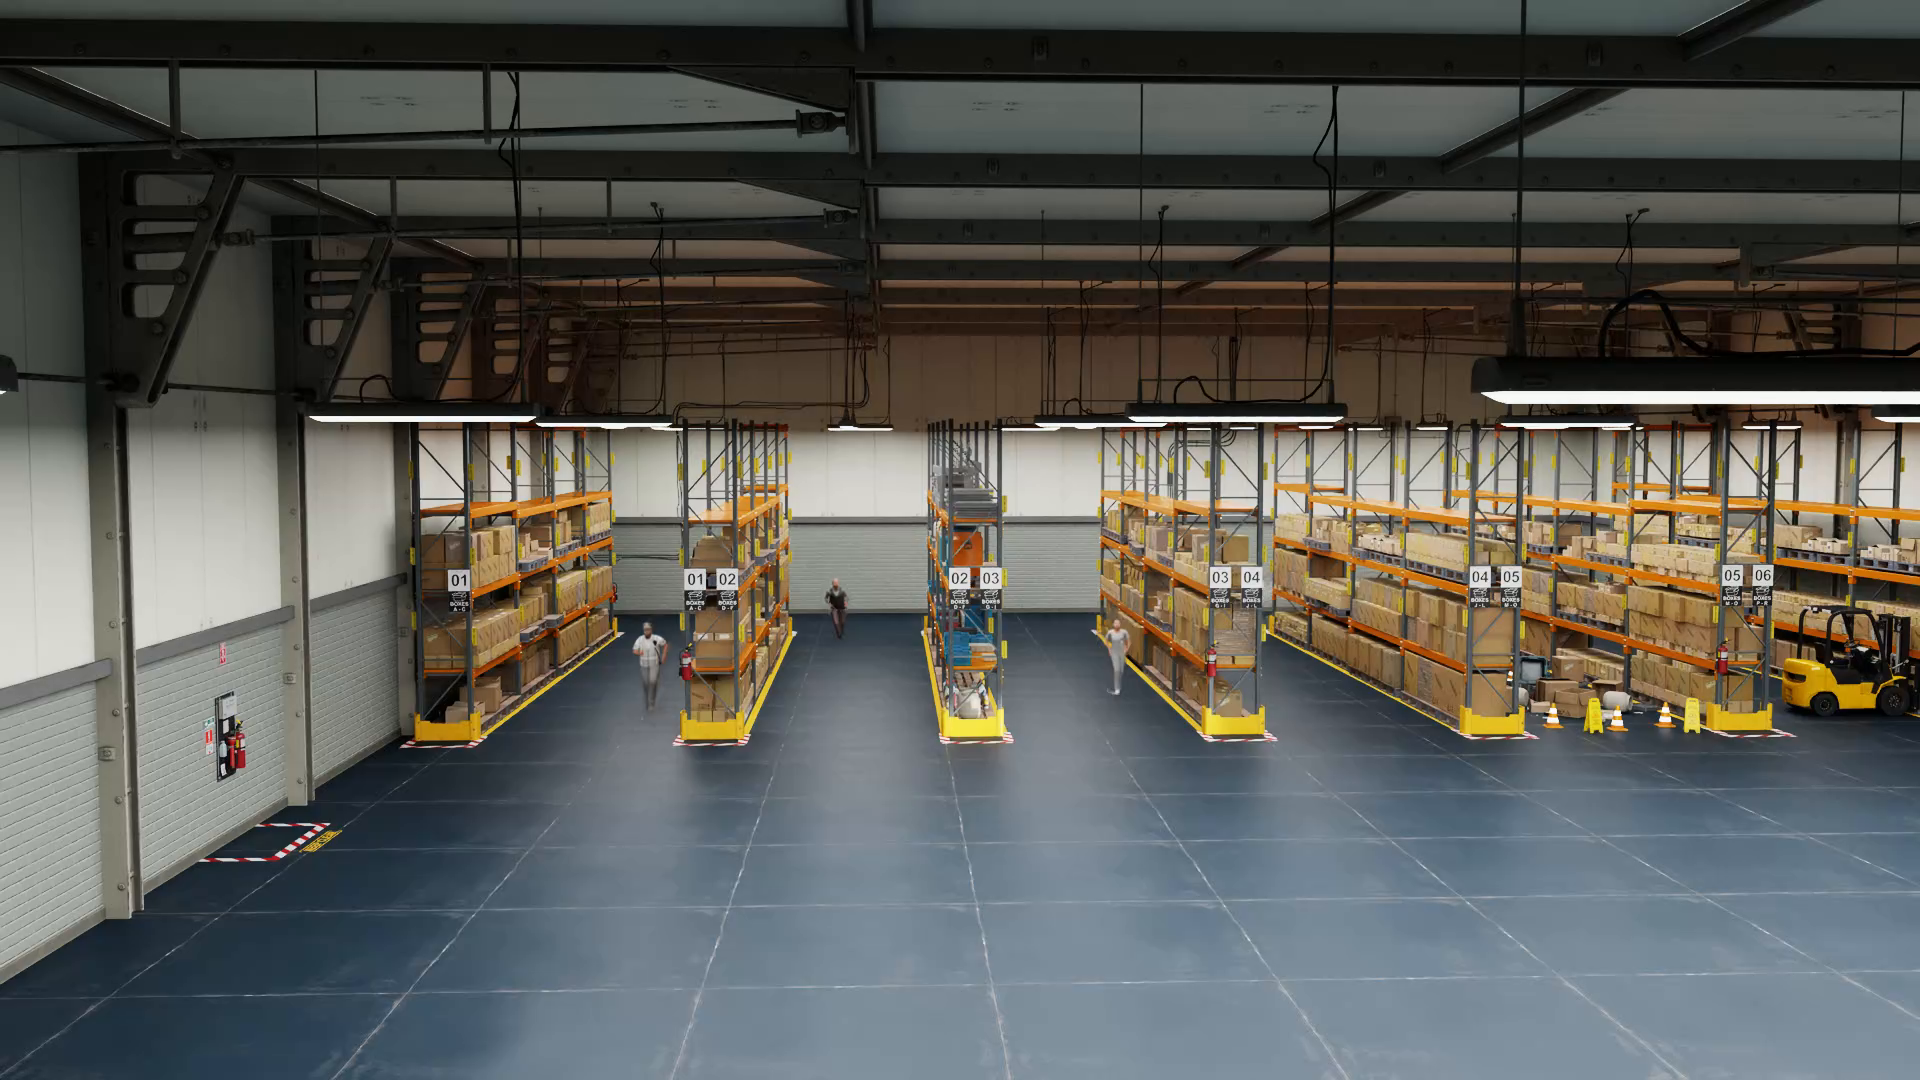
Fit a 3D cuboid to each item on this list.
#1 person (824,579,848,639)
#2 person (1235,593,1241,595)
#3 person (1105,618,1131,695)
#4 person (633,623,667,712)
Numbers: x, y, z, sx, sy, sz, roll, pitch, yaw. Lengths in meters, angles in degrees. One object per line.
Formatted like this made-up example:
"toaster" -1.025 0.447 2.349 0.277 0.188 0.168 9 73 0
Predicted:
"person" -3.438 1.928 46.277 0.689 1.677 0.543 -1 4 -13
"person" 7.946 1.840 48.179 1.065 1.555 0.686 -2 4 -32
"person" 3.492 2.545 36.759 0.566 1.675 0.784 0 4 1
"person" -6.469 2.615 34.708 0.671 1.825 0.964 0 4 0
